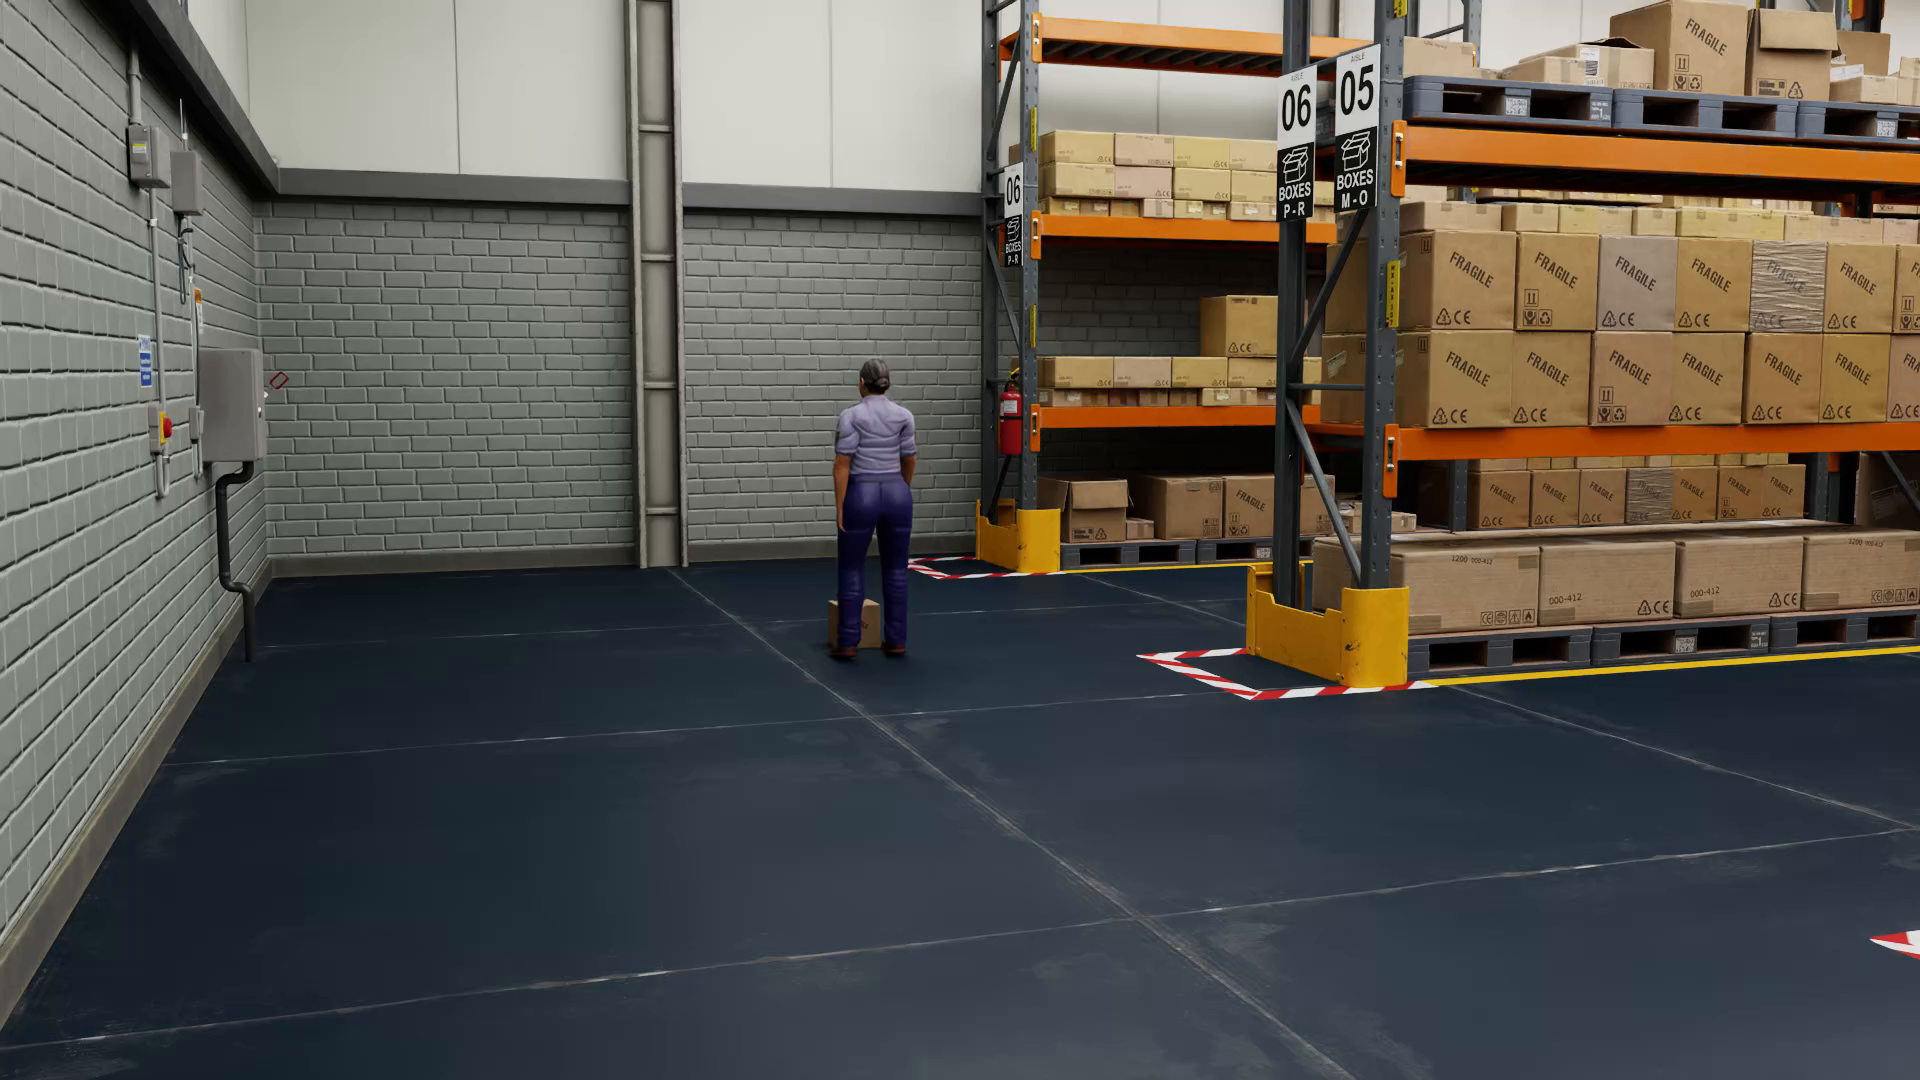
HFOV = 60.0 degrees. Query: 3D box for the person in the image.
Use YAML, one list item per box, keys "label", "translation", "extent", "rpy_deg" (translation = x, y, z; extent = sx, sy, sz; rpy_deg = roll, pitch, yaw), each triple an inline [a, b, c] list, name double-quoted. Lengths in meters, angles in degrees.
- label: "person"
  translation: [-0.487, -0.168, 9.213]
  extent: [0.487, 1.668, 0.423]
  rpy_deg: [-2, 6, -18]
